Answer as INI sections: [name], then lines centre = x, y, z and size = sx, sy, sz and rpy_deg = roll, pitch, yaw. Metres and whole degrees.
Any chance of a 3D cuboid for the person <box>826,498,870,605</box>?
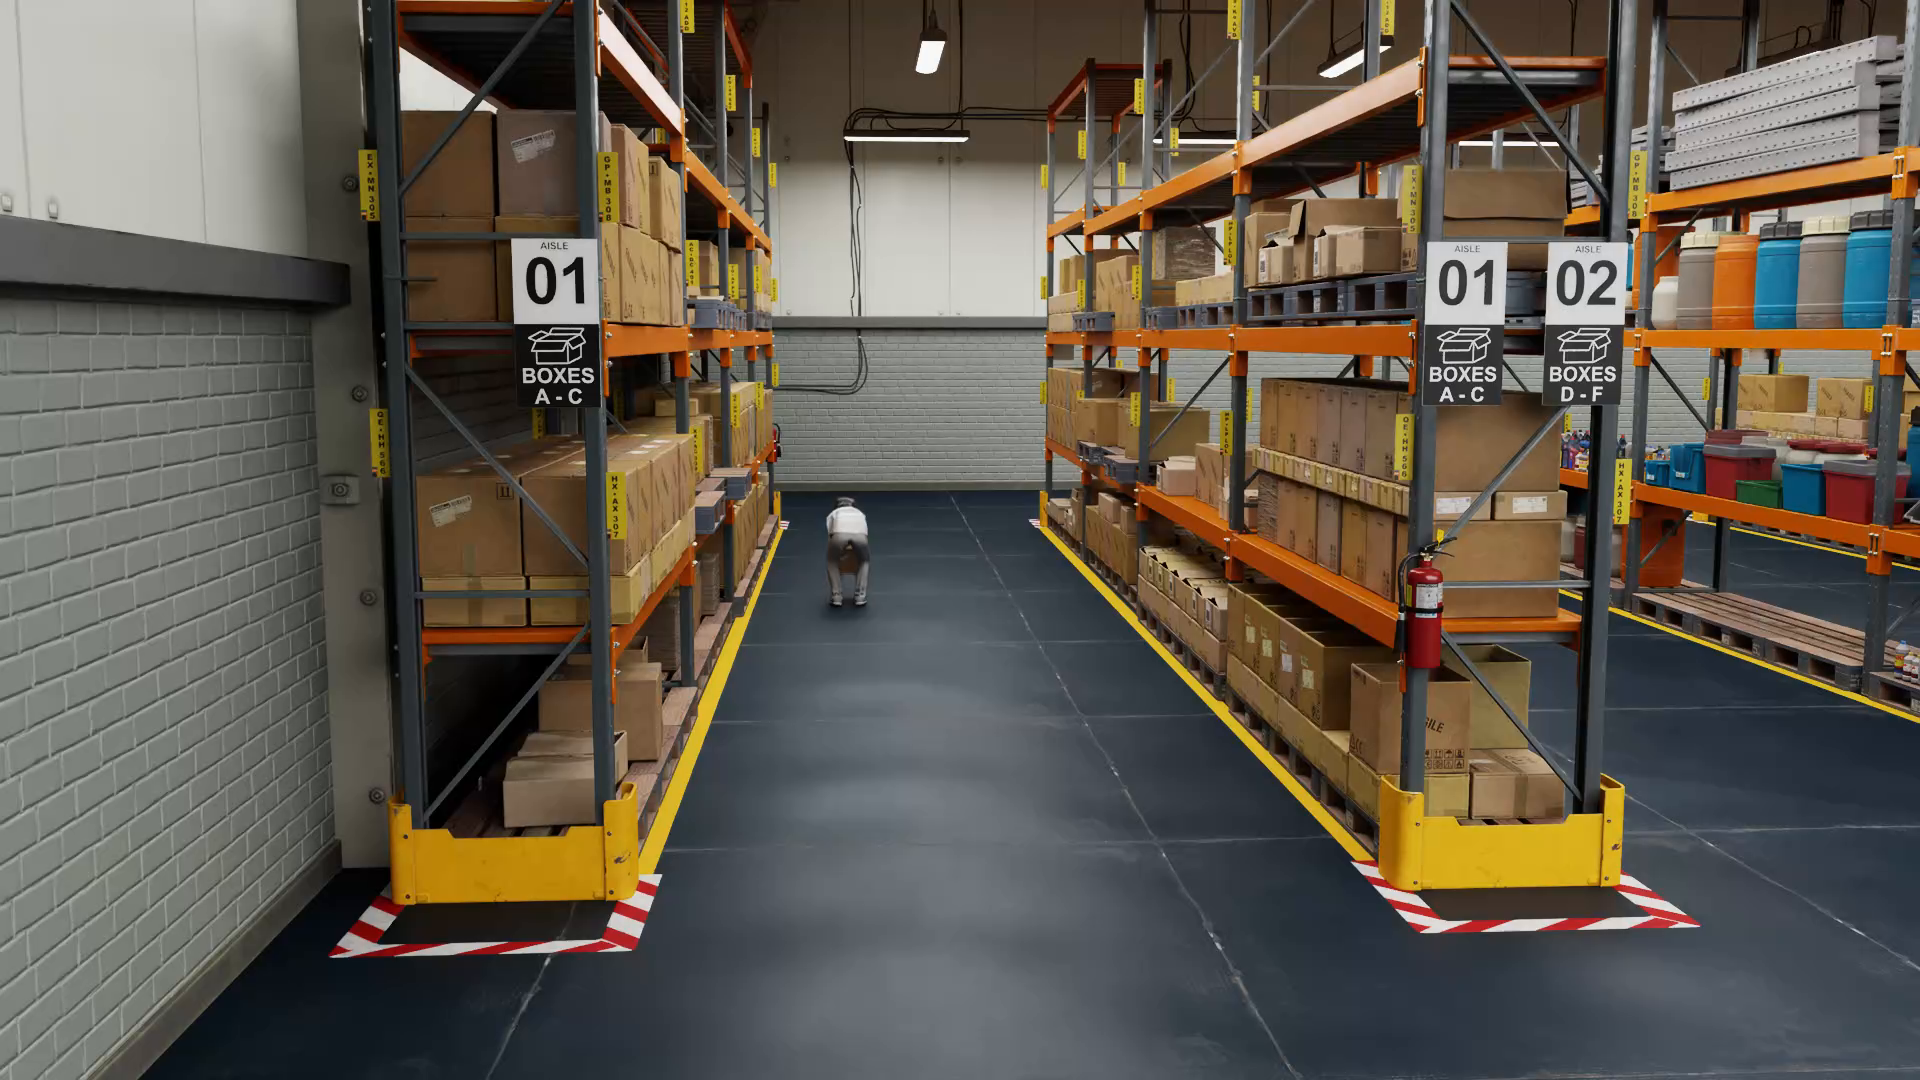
[person]
centre = -1.170, 0.117, 17.273
size = 0.455, 1.065, 0.921
rpy_deg = -1, 7, -7
